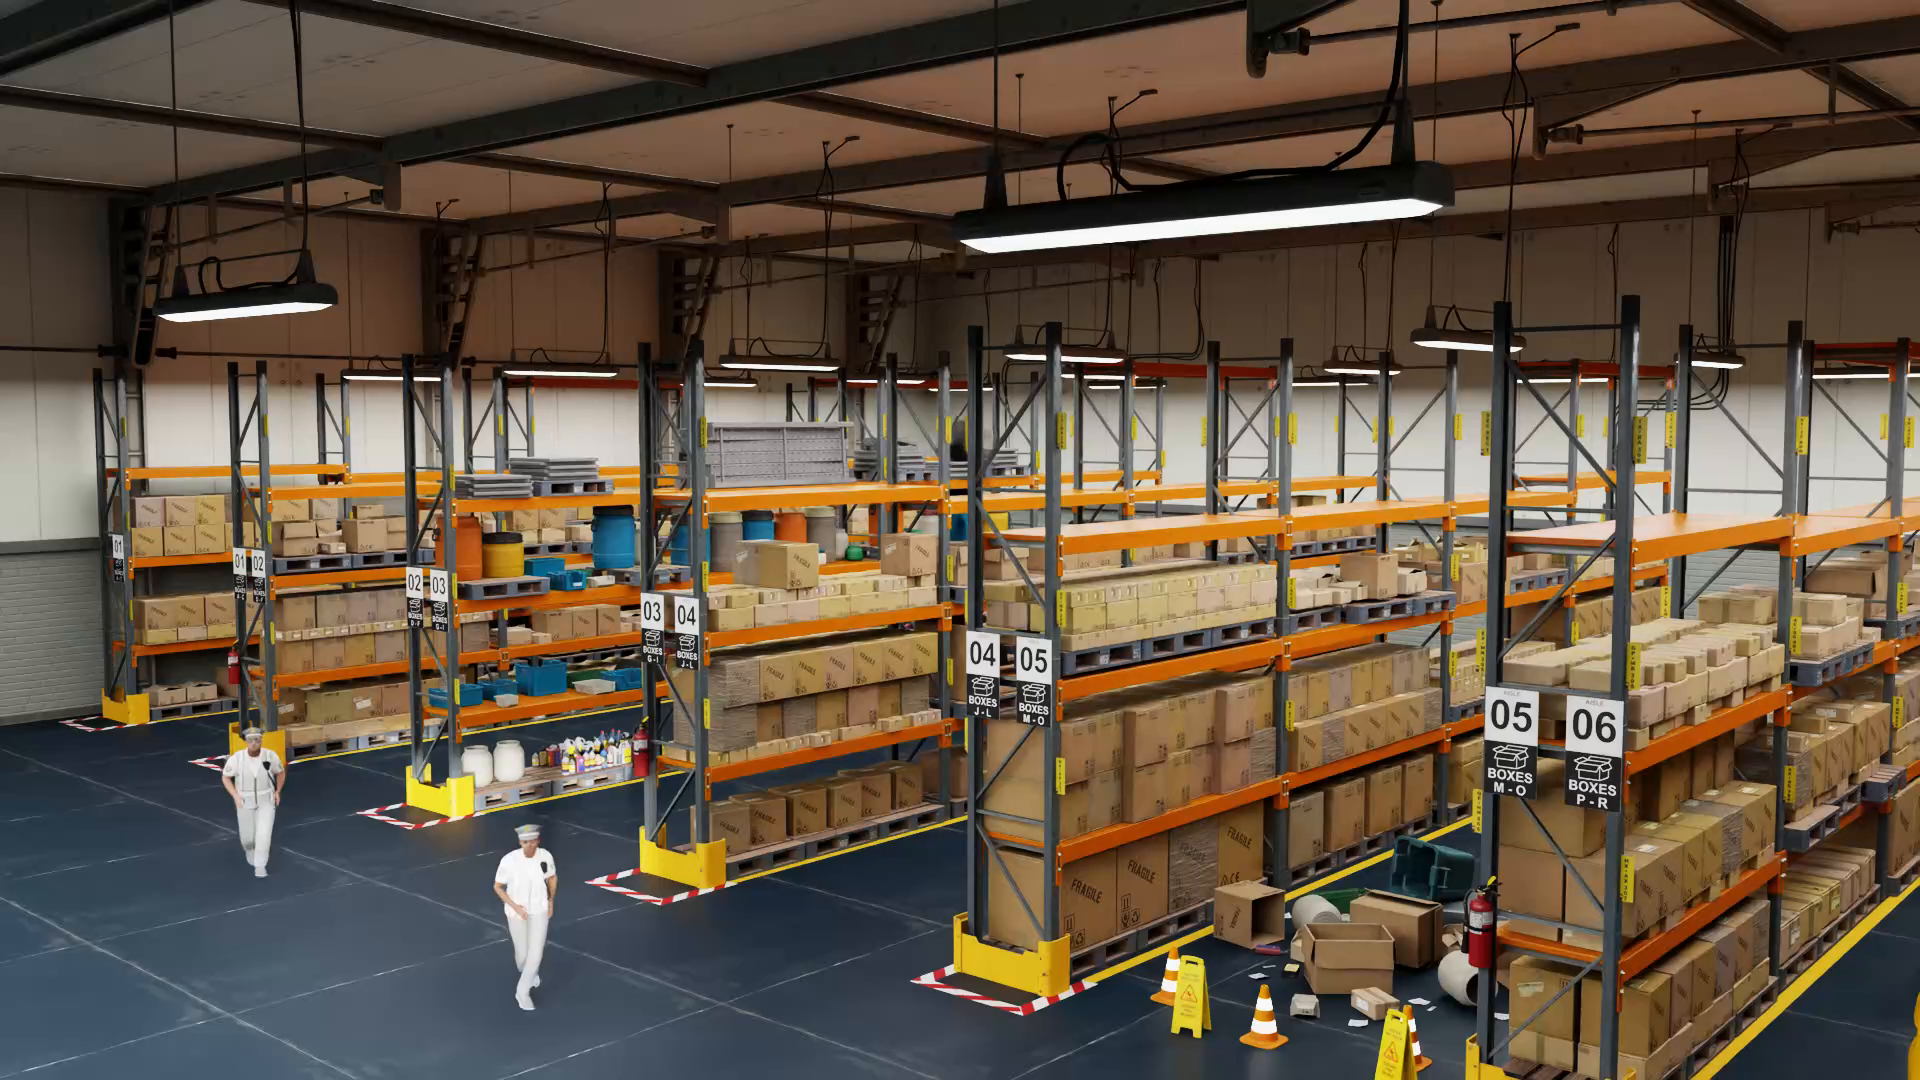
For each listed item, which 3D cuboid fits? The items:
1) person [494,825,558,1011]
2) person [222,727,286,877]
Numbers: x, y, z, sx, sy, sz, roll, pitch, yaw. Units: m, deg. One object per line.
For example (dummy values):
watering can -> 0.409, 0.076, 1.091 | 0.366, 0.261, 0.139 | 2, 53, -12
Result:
person -> -3.842, 3.276, 14.722 | 0.562, 1.646, 0.649 | -2, 4, -20
person -> -7.983, 2.932, 18.824 | 0.664, 1.714, 0.650 | -2, 5, -24
